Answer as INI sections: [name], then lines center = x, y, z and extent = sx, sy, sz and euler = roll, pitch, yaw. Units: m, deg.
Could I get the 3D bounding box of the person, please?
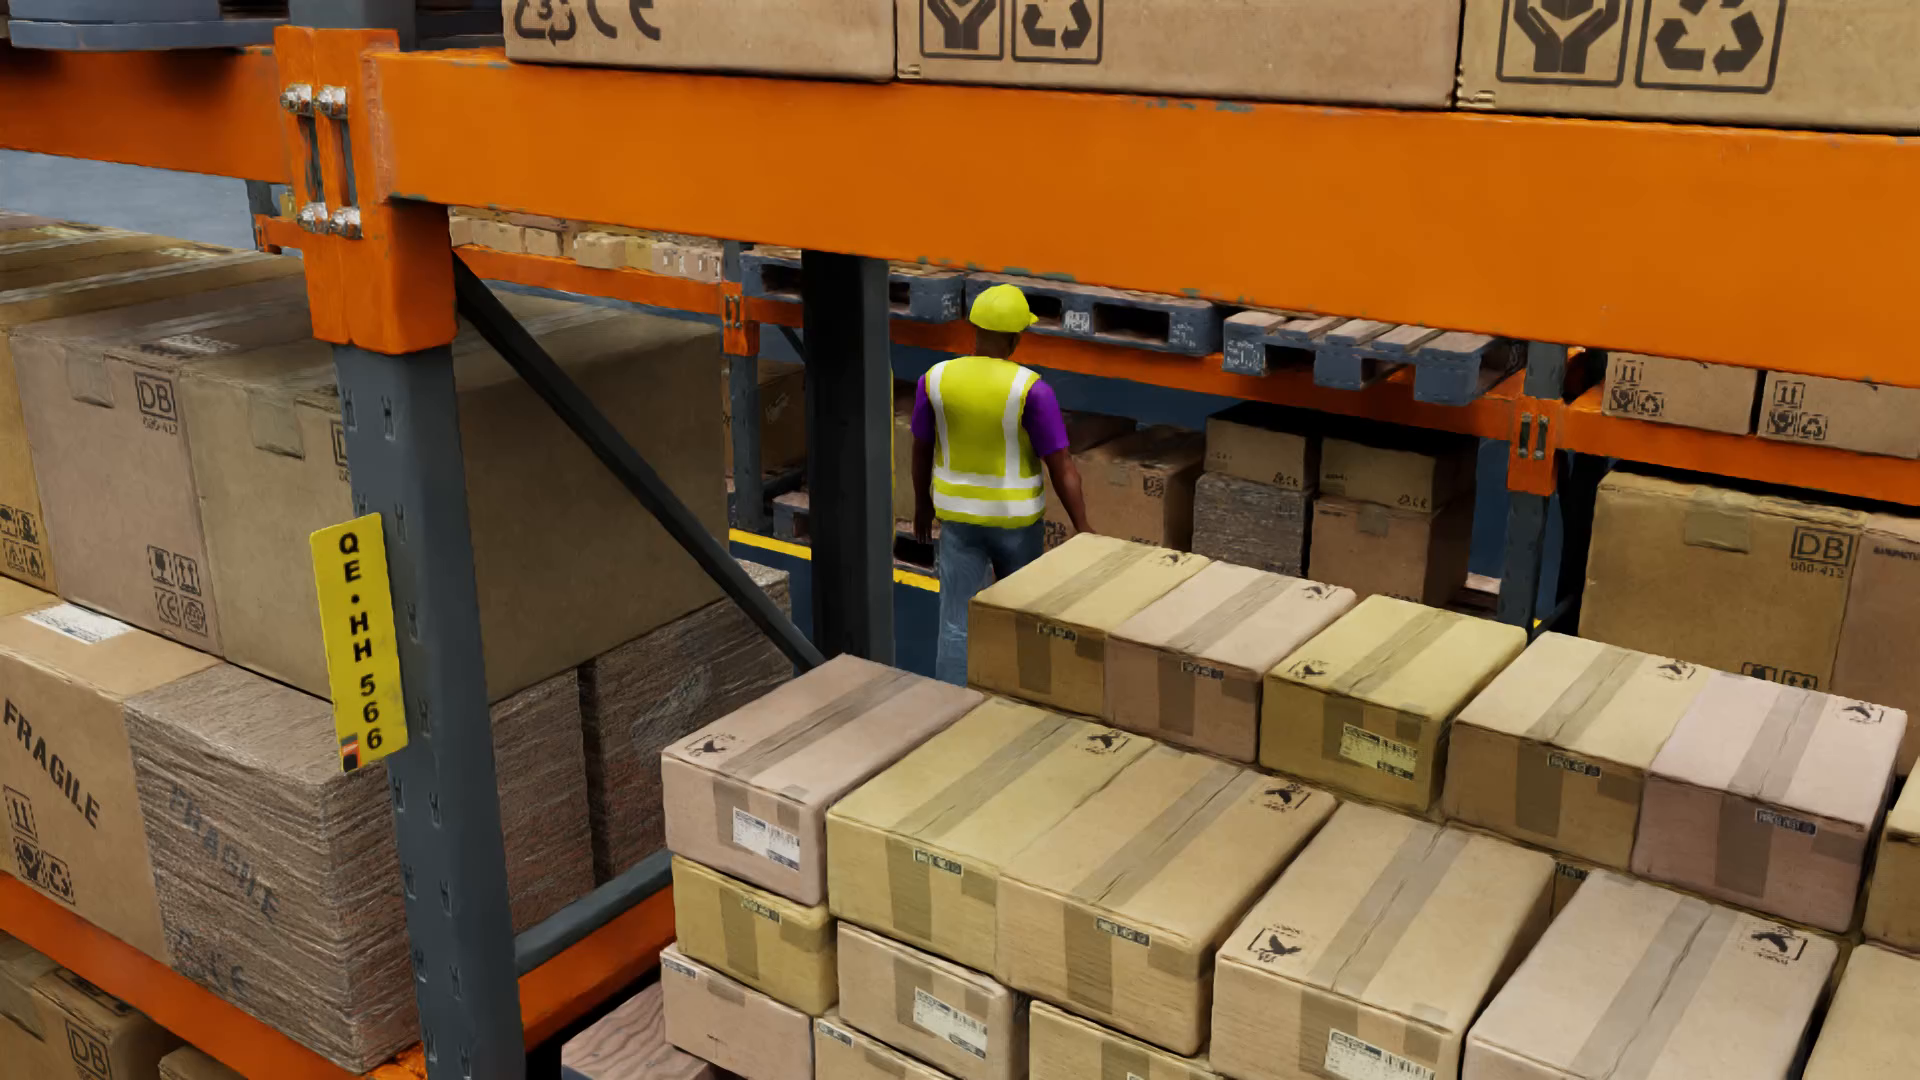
[person]
center = 0.186, -0.094, 6.290
extent = 0.789, 1.763, 0.665
euler = 6, 21, 17
